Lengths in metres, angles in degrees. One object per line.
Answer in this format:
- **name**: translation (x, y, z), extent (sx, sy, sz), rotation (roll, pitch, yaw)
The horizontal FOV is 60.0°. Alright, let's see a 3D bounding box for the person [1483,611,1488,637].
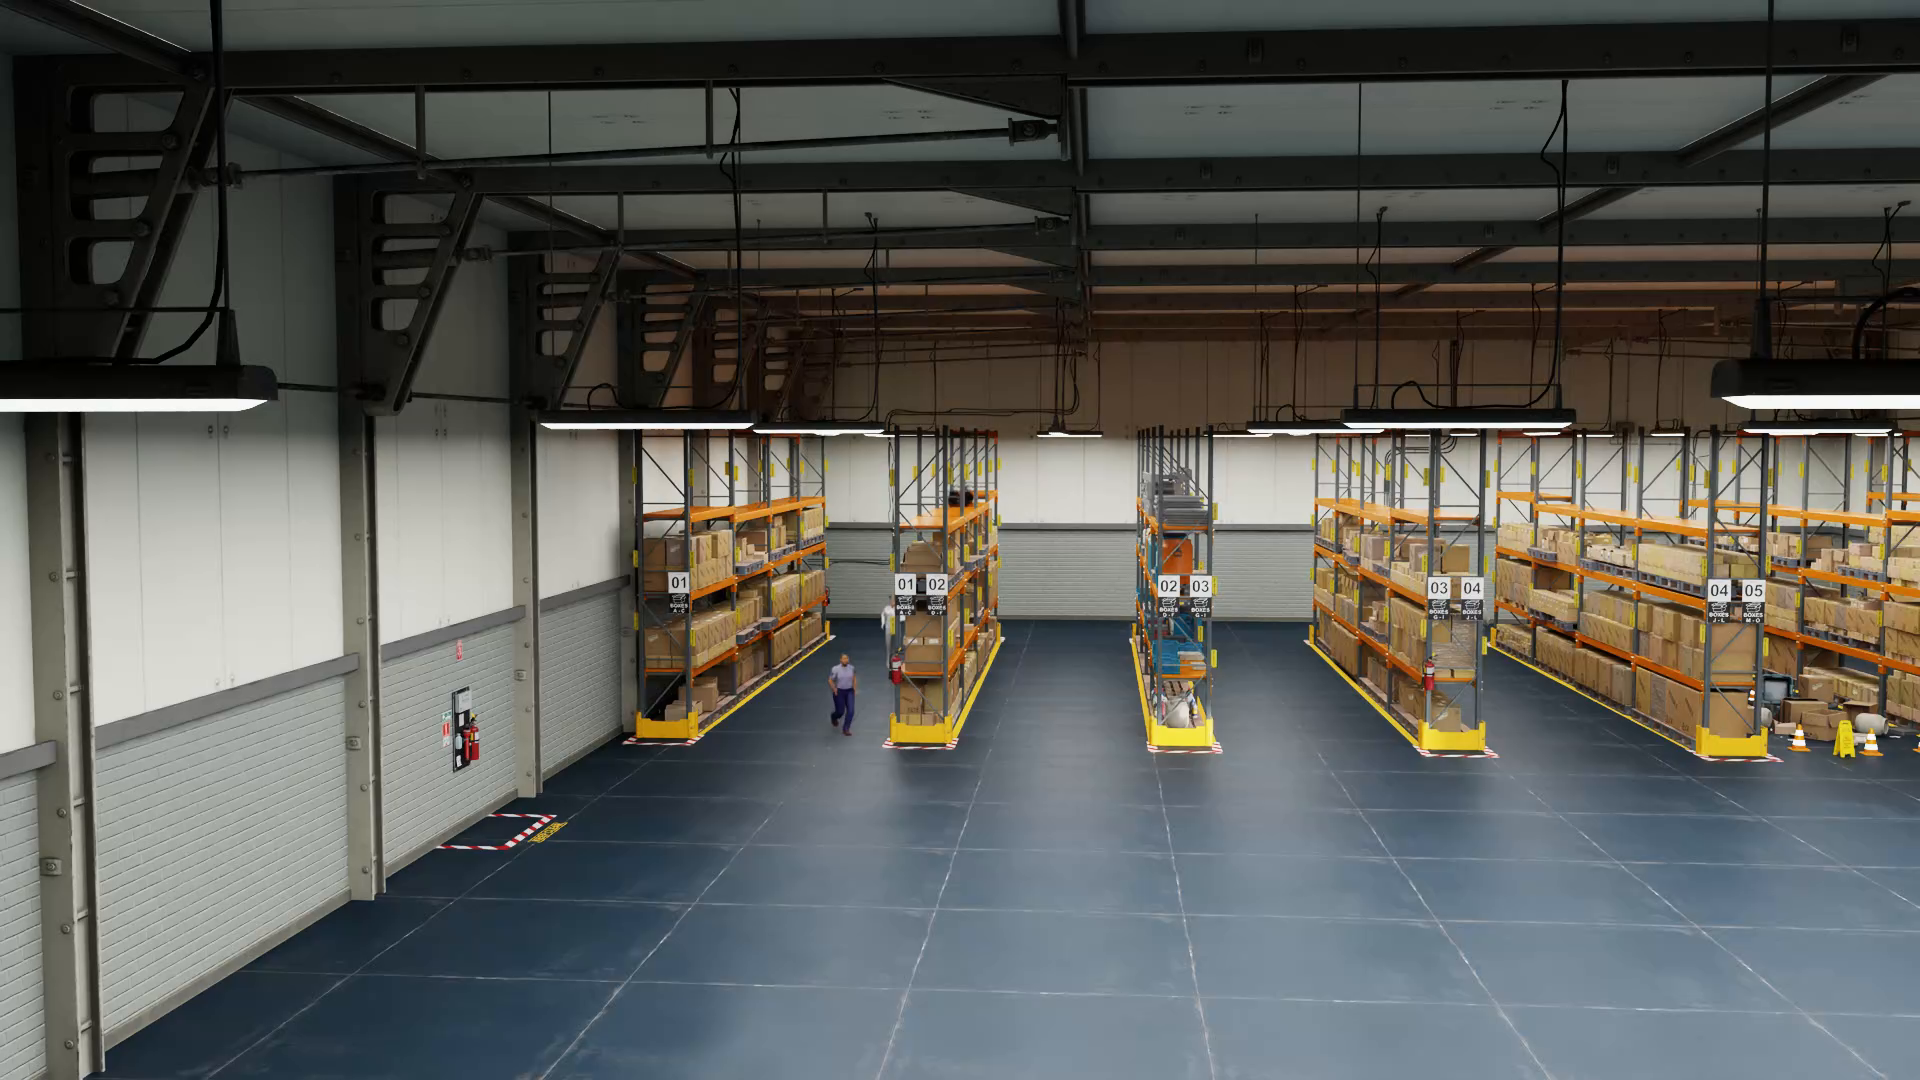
- **person**: translation (13.349, 2.288, 42.899), extent (0.582, 1.580, 0.517), rotation (0, 3, -1)

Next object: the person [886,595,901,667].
- **person**: translation (-1.599, 2.179, 40.399), extent (0.336, 1.705, 0.875), rotation (0, 3, 4)

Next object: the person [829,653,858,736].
- **person**: translation (-2.278, 2.984, 32.385), extent (0.595, 1.605, 0.671), rotation (-1, 4, -22)
